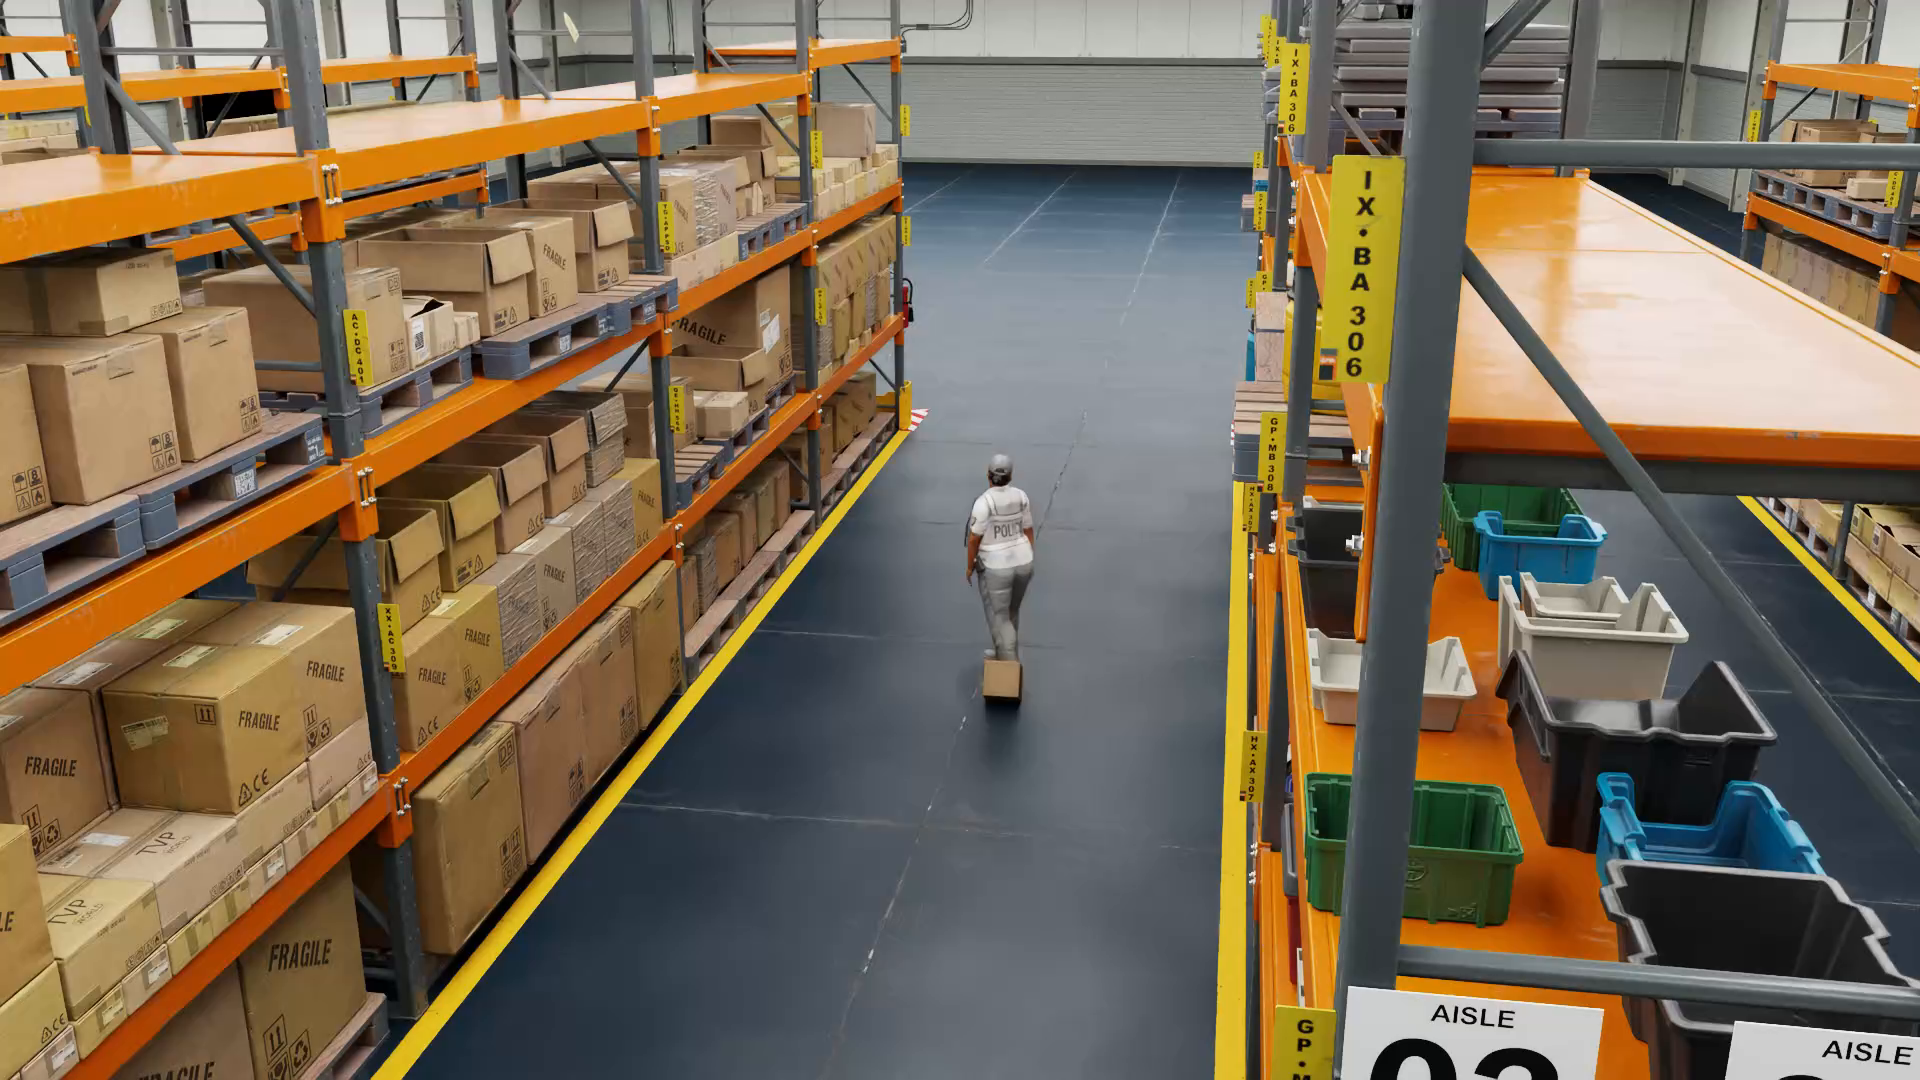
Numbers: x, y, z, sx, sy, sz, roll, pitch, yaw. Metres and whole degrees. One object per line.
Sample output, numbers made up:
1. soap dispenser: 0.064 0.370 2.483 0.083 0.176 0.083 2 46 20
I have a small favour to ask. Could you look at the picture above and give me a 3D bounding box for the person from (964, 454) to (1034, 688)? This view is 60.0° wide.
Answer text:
1. person: 0.288 0.196 11.891 0.562 1.646 0.628 -15 24 -39
